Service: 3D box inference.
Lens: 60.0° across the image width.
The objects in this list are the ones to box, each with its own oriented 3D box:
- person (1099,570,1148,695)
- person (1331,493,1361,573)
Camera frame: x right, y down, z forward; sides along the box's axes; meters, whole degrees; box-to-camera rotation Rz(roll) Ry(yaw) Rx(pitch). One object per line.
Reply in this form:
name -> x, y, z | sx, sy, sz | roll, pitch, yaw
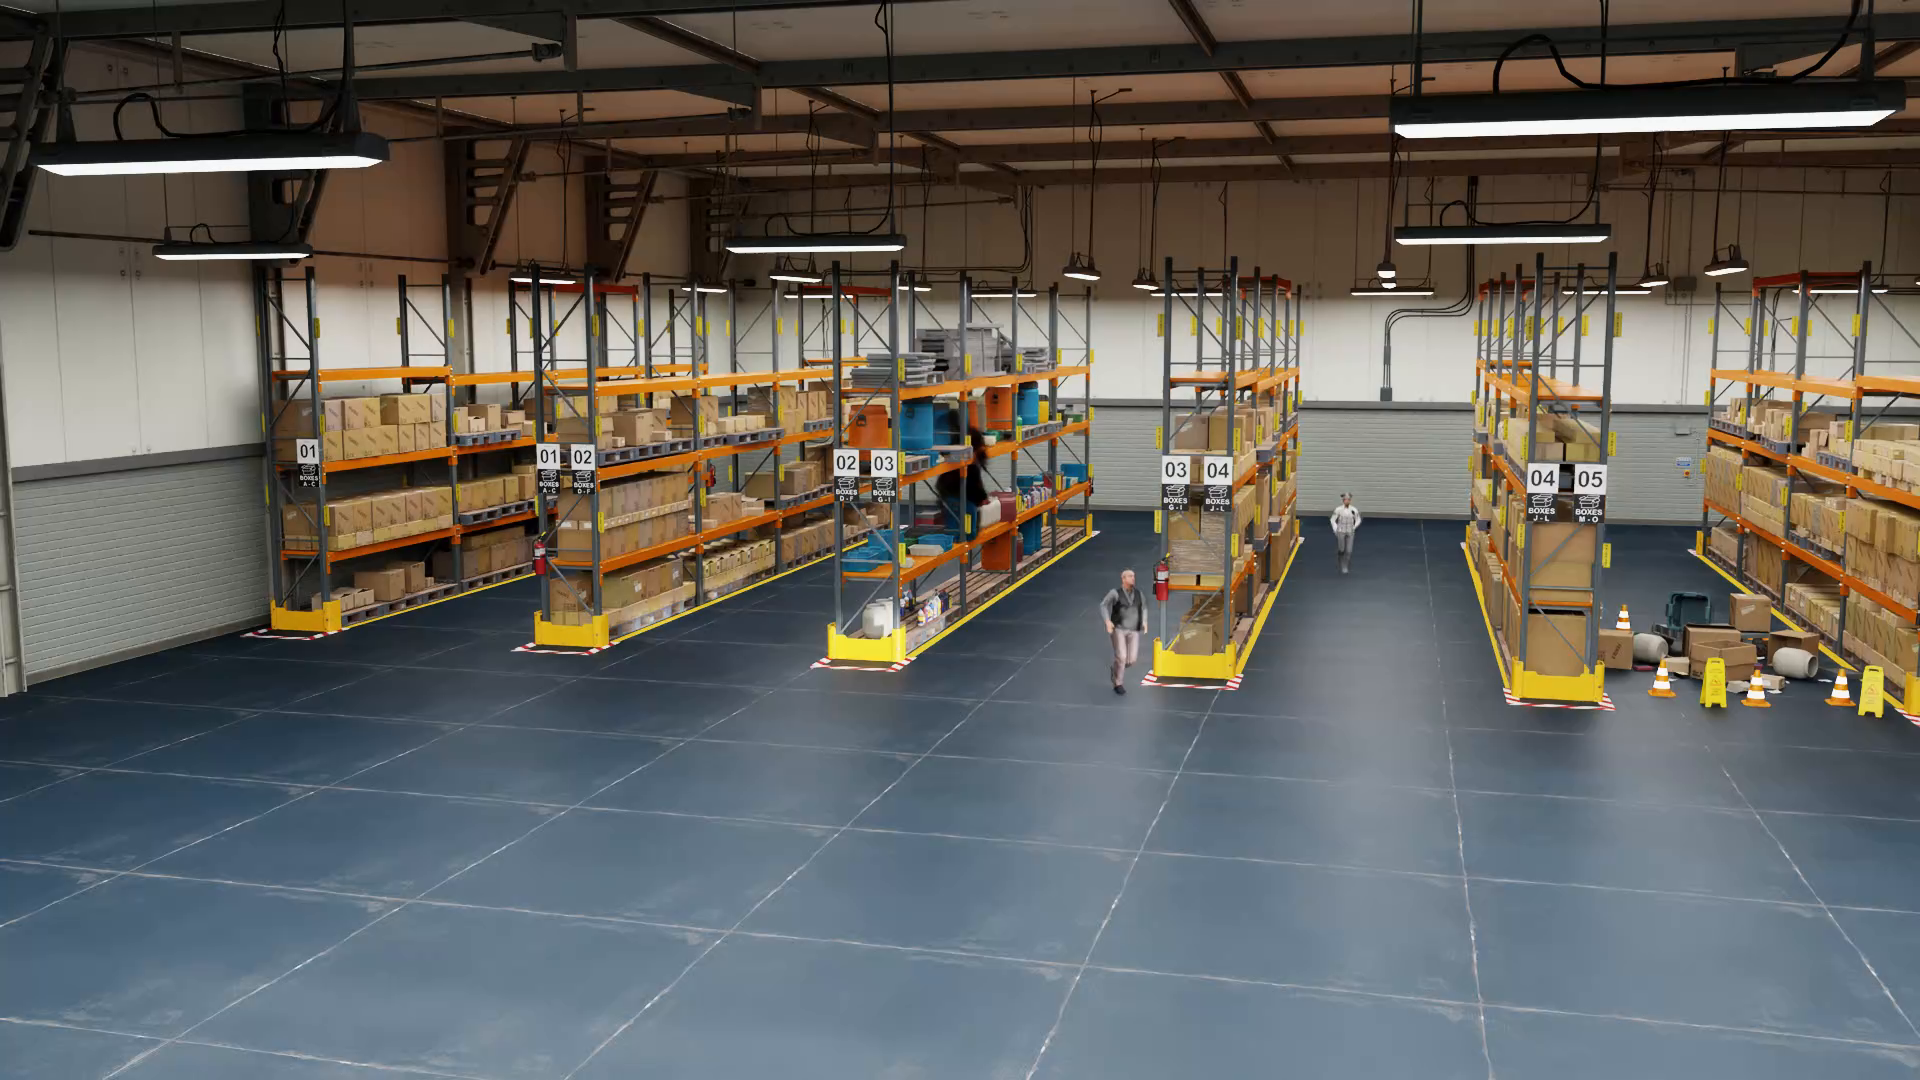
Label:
person -> 2.301, 1.265, 23.083 | 0.705, 1.683, 0.582 | -2, 8, -15
person -> 7.963, -0.156, 34.305 | 0.617, 1.656, 0.532 | 1, 7, 7
